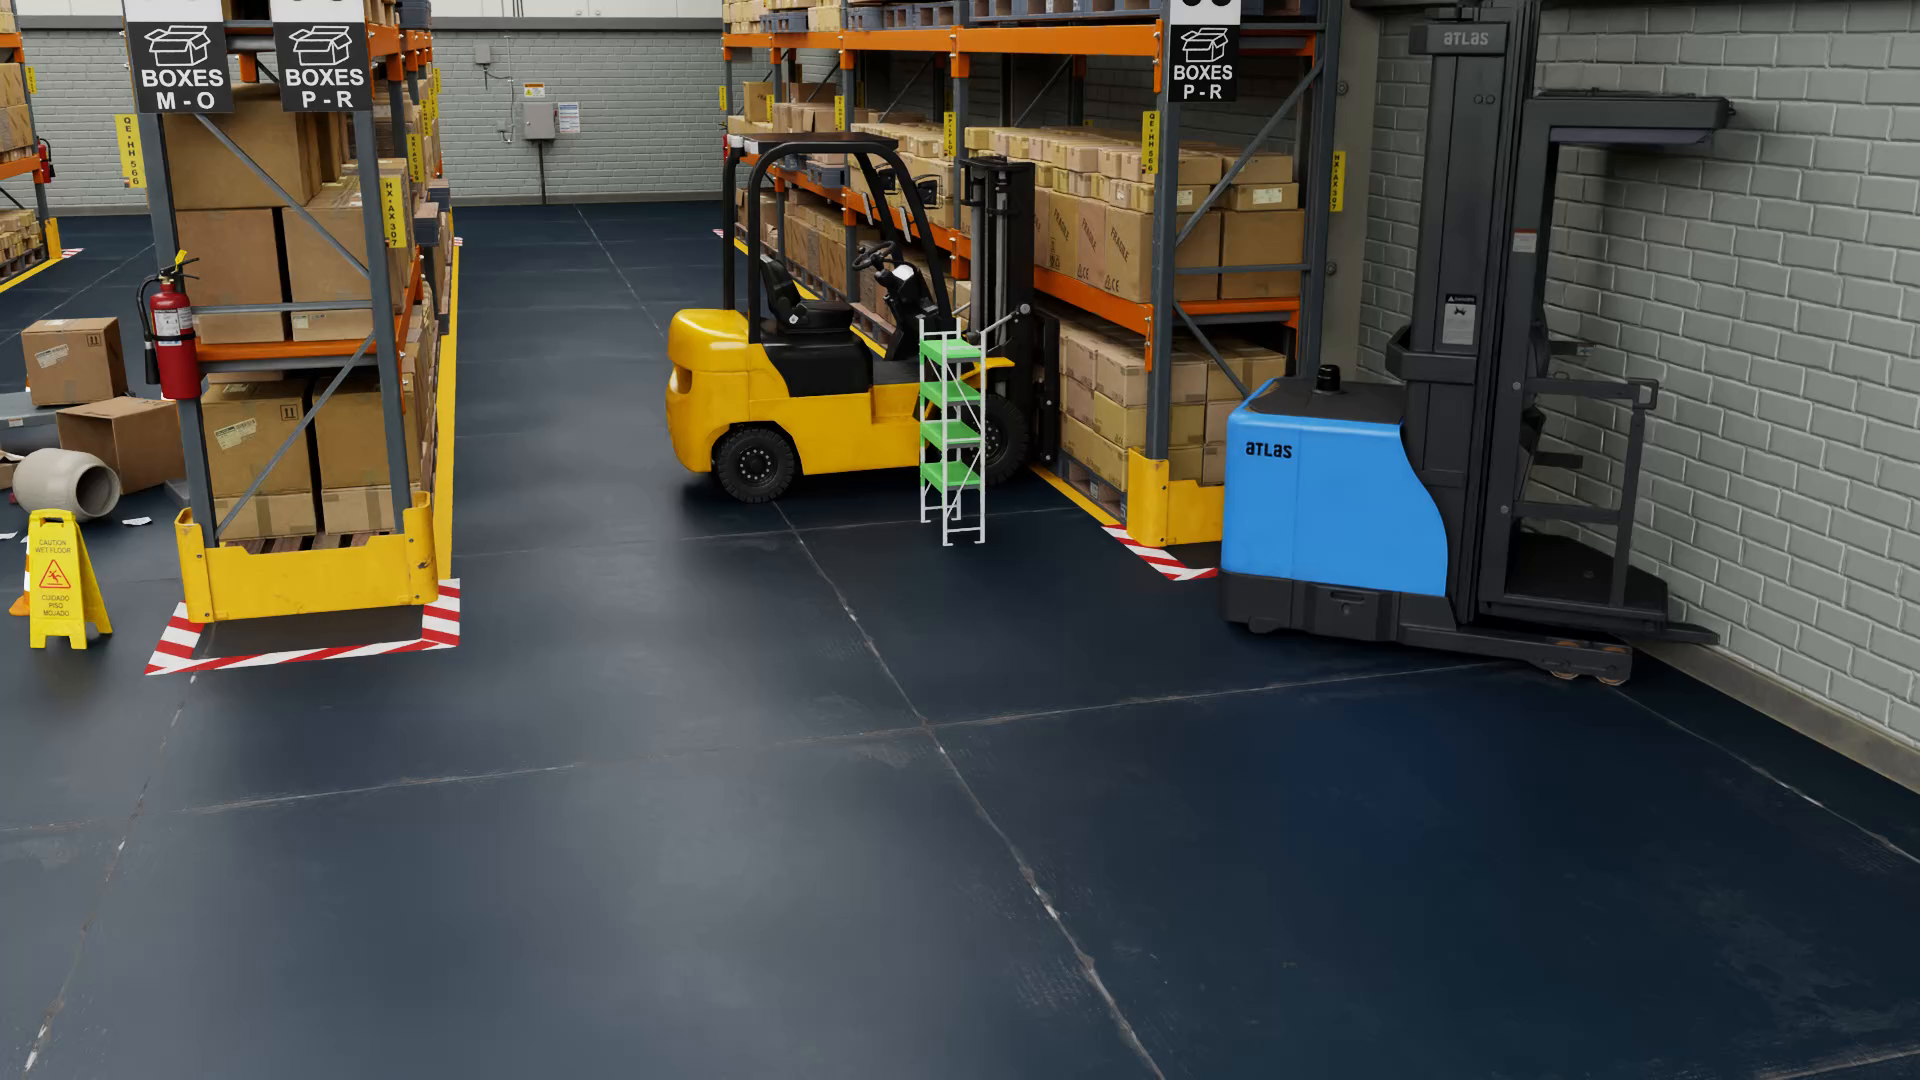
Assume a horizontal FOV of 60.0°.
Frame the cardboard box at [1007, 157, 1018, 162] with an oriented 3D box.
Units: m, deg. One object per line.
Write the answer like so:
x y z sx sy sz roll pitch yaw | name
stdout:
0.520 -2.561 11.461 0.380 0.149 0.250 -5 17 -16 | cardboard box

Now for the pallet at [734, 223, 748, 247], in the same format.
-2.610 -4.341 23.539 1.003 0.211 1.213 -5 17 -15 | pallet

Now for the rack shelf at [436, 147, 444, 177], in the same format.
-7.073 -4.627 20.893 1.077 0.370 4.000 -5 17 -15 | rack shelf

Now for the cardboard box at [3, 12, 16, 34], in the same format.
-11.975 -6.366 20.476 0.500 0.250 0.500 -5 17 -16 | cardboard box

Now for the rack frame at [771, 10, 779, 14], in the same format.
-1.752 -7.685 19.395 1.000 3.000 0.127 -5 17 -15 | rack frame

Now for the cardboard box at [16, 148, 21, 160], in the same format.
-11.877 -4.778 20.580 0.380 0.149 0.250 -5 17 -16 | cardboard box

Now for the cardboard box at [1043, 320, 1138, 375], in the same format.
0.826 -1.238 10.672 0.500 0.250 0.500 -4 17 -15 | cardboard box

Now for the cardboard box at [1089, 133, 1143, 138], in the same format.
1.121 -2.753 11.586 0.380 0.149 0.250 -5 17 -16 | cardboard box

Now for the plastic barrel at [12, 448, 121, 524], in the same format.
-5.249 -0.317 9.772 0.512 0.421 0.421 7 18 23 | plastic barrel

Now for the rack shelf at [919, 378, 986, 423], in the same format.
-0.046 -0.789 9.381 0.258 0.148 0.480 -5 17 -15 | rack shelf

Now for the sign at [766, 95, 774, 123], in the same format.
-2.271 -5.182 19.983 0.100 0.325 0.005 -5 17 -15 | sign

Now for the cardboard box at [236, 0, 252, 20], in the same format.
-3.732 -2.635 8.232 0.380 0.149 0.250 -4 17 -14 | cardboard box

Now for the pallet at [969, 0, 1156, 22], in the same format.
0.706 -3.760 11.694 1.003 0.211 1.213 -5 17 -15 | pallet

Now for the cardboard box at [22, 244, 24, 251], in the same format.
-11.771 -3.602 20.455 0.380 0.149 0.250 -5 17 -15 | cardboard box

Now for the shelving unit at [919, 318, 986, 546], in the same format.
-0.046 -0.620 9.432 0.258 1.200 0.503 -5 17 -15 | shelving unit

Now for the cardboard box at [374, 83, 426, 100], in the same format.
-5.733 -4.415 17.025 0.500 0.500 0.500 -4 17 -14 | cardboard box

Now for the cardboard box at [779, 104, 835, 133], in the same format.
-1.691 -4.766 19.202 0.700 0.500 0.500 -5 17 -15 | cardboard box

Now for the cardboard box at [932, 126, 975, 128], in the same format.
-0.042 -3.788 15.547 0.380 0.149 0.250 -5 17 -16 | cardboard box

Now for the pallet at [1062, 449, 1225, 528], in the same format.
1.296 -0.366 10.302 1.003 0.211 1.213 -5 17 -15 | pallet

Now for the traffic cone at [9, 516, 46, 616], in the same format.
-4.584 0.099 8.319 0.336 0.463 0.334 -5 17 -15 | traffic cone

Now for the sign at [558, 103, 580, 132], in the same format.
-6.717 -7.259 28.571 0.329 0.494 0.001 -5 17 -15 | sign

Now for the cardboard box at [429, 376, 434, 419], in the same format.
-3.904 -0.948 11.443 0.500 0.250 0.500 -4 17 -13 | cardboard box

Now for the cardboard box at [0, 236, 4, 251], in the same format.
-11.437 -3.458 19.459 0.380 0.149 0.250 -5 17 -16 | cardboard box

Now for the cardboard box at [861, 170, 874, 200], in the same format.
-0.632 -3.352 15.659 0.500 0.250 0.500 -5 17 -16 | cardboard box

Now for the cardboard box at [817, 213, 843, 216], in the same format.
-1.387 -3.578 18.637 0.380 0.149 0.250 -5 17 -15 | cardboard box

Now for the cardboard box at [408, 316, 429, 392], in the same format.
-3.762 -1.166 10.866 0.500 0.500 0.500 -4 17 -14 | cardboard box

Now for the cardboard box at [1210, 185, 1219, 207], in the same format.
1.573 -2.029 9.691 0.380 0.149 0.250 -5 17 -15 | cardboard box

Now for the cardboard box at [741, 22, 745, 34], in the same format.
-2.659 -6.697 21.754 0.380 0.149 0.250 -5 17 -15 | cardboard box

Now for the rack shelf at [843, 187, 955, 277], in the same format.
-0.103 -2.808 14.836 1.077 0.370 4.000 -5 17 -15 | rack shelf

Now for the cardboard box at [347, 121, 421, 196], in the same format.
-4.178 -2.750 11.971 0.500 0.500 0.500 -4 17 -14 | cardboard box

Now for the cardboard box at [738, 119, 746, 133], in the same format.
-2.704 -5.563 22.501 0.500 0.250 0.500 -5 17 -16 | cardboard box

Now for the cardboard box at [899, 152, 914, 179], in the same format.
-0.217 -3.166 14.170 0.500 0.250 0.500 -4 17 -14 | cardboard box

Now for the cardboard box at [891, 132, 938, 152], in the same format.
-0.387 -3.453 14.432 0.380 0.149 0.250 -5 17 -17 | cardboard box

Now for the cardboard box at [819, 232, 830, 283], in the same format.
-1.249 -3.093 18.151 0.500 0.500 0.500 -4 17 -13 | cardboard box

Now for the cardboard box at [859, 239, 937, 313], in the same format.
-0.494 -2.596 16.278 0.875 0.625 0.625 -4 17 -13 | cardboard box

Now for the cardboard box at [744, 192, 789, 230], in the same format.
-2.576 -4.506 22.855 0.700 0.500 0.500 -4 17 -13 | cardboard box

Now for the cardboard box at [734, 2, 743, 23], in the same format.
-2.704 -7.000 22.071 0.500 0.250 0.500 -5 17 -17 | cardboard box

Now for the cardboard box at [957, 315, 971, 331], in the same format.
0.283 -1.565 12.628 0.500 0.250 0.500 -5 17 -16 | cardboard box

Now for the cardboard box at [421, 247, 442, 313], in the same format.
-5.534 -2.693 16.168 0.875 0.875 0.875 -5 17 -16 | cardboard box

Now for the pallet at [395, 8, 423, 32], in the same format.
-5.652 -4.832 15.439 1.213 0.211 1.003 -4 17 -13 | pallet

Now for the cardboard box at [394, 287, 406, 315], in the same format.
-3.223 -1.312 9.041 0.380 0.149 0.250 -4 17 -14 | cardboard box

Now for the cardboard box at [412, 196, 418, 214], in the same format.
-4.173 -2.464 12.149 0.380 0.149 0.250 -4 17 -14 | cardboard box

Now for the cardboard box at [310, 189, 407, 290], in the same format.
-3.234 -1.586 8.826 0.500 0.500 0.500 -4 17 -14 | cardboard box

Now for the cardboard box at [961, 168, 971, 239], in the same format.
0.318 -2.504 12.399 0.500 0.500 0.500 -5 17 -17 | cardboard box

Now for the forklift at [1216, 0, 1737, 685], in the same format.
2.801 -0.937 7.478 3.031 2.935 1.130 7 18 21 | forklift

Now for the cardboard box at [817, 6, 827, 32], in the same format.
-1.166 -5.332 17.036 0.500 0.250 0.500 -5 17 -15 | cardboard box

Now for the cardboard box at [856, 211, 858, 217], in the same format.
-0.976 -3.693 19.020 0.380 0.149 0.250 -4 17 -14 | cardboard box

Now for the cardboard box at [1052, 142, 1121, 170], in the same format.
0.798 -2.421 10.480 0.380 0.149 0.250 -4 17 -14 | cardboard box

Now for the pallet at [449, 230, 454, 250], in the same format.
-7.327 -3.975 22.317 1.003 0.211 1.213 -5 17 -15 | pallet
